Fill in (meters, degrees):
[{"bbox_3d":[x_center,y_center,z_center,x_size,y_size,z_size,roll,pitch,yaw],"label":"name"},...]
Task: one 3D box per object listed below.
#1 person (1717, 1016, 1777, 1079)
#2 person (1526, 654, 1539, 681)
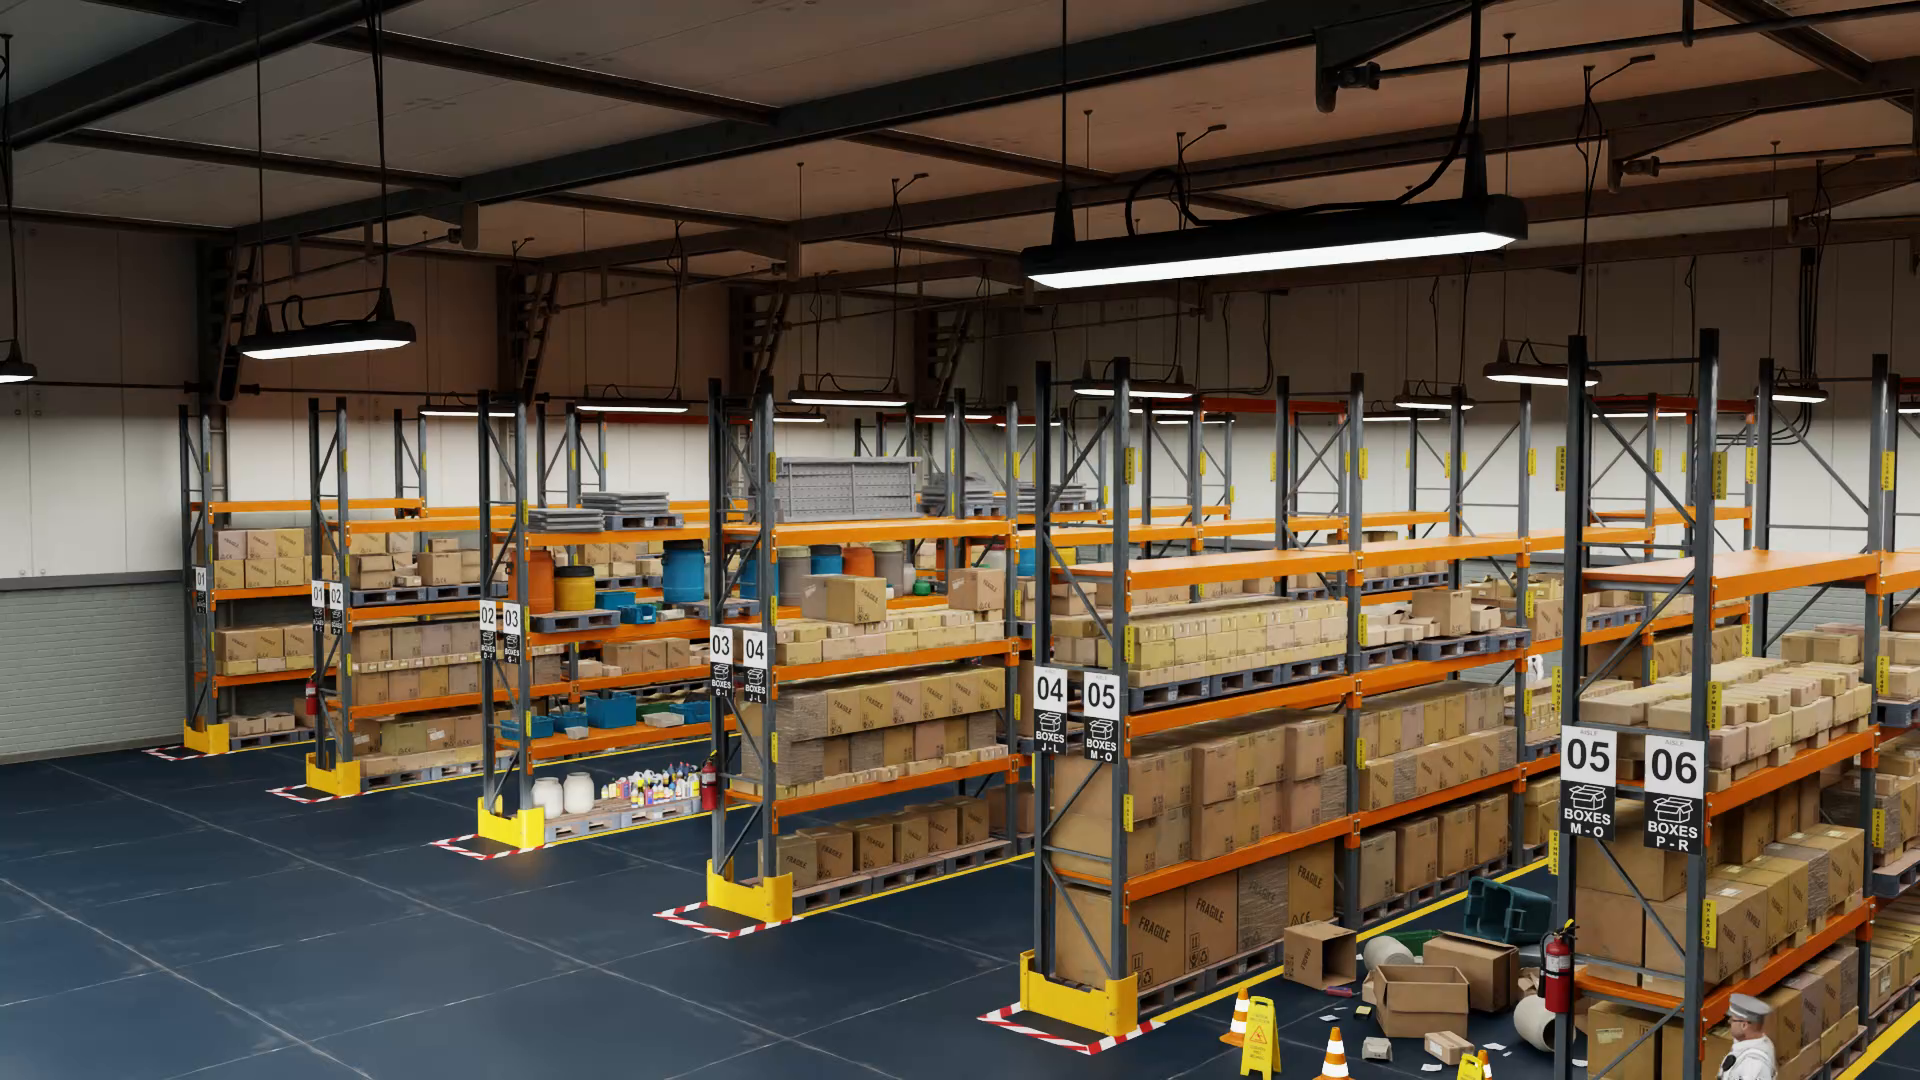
[{"bbox_3d":[5.025,3.702,10.429,0.609,1.631,0.558,1,3,10],"label":"person"},{"bbox_3d":[10.691,2.677,31.253,0.339,1.633,0.969,2,4,38],"label":"person"}]
